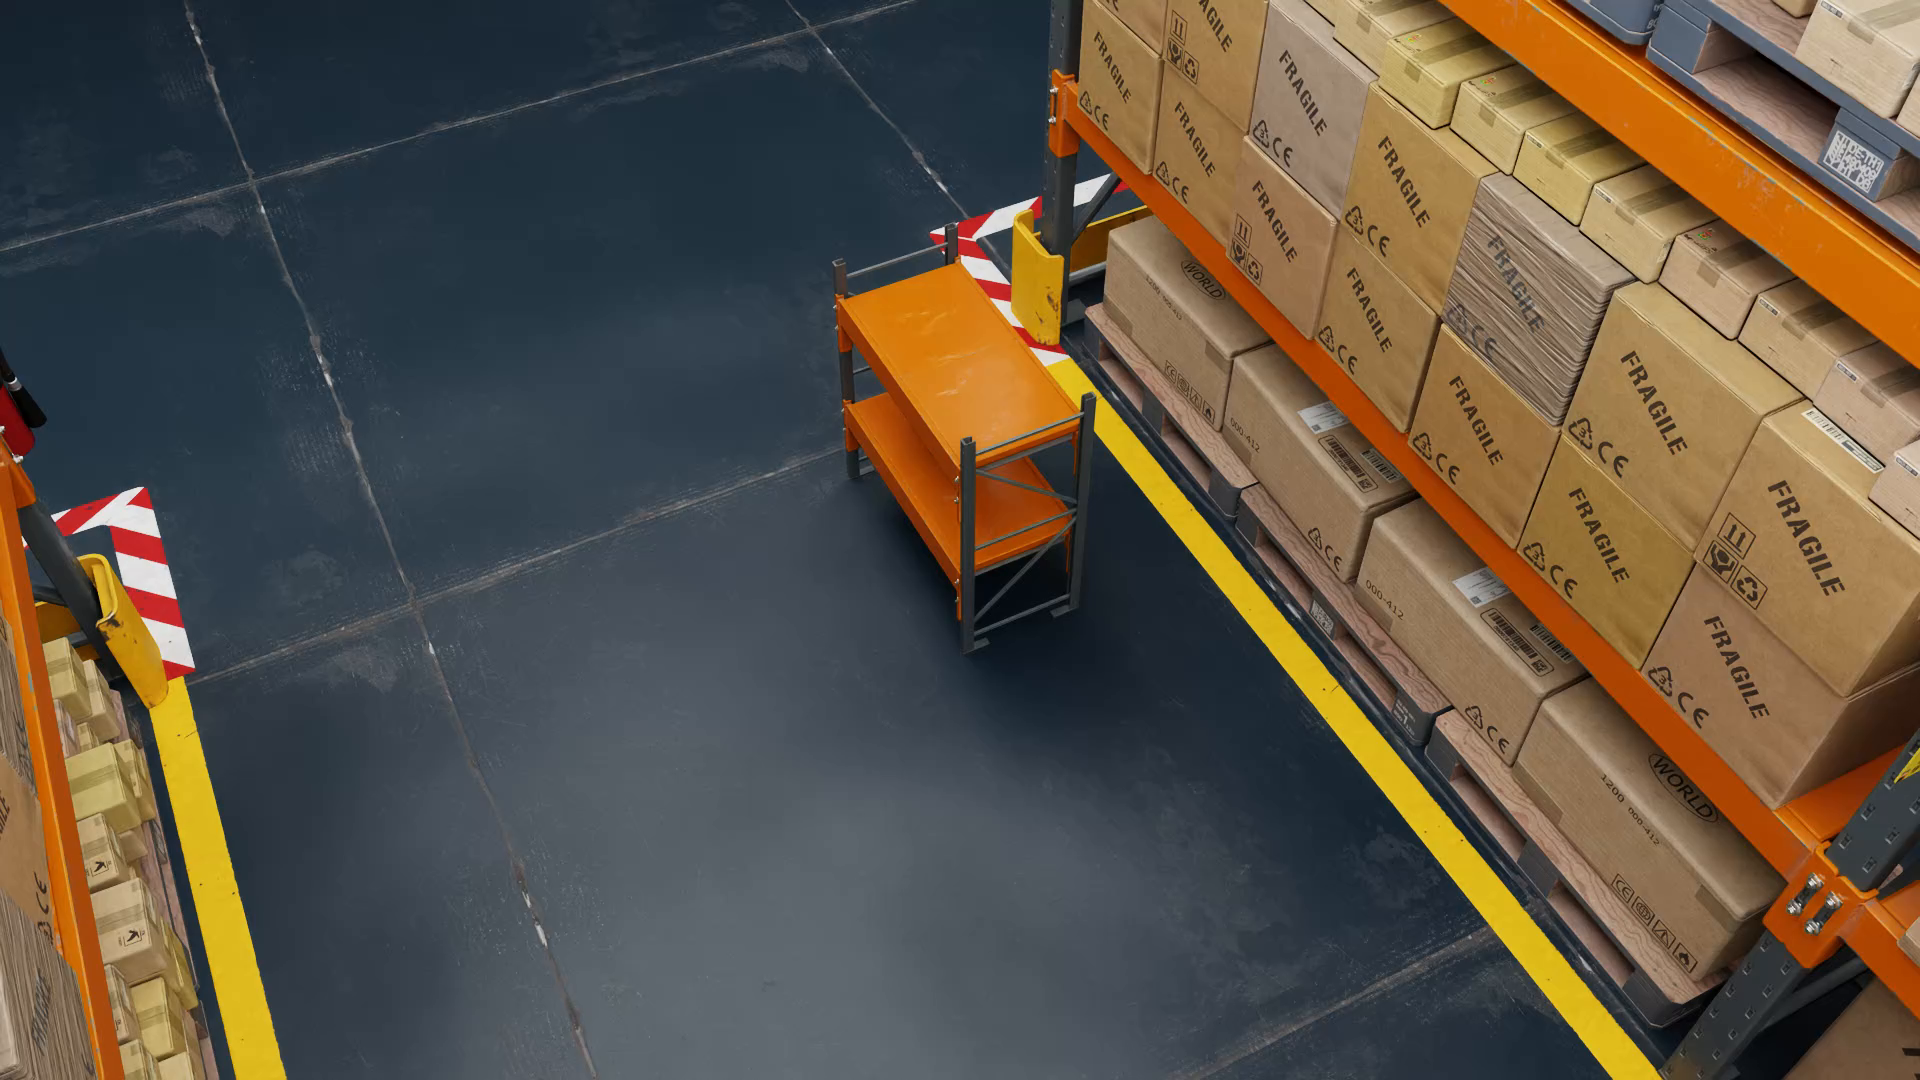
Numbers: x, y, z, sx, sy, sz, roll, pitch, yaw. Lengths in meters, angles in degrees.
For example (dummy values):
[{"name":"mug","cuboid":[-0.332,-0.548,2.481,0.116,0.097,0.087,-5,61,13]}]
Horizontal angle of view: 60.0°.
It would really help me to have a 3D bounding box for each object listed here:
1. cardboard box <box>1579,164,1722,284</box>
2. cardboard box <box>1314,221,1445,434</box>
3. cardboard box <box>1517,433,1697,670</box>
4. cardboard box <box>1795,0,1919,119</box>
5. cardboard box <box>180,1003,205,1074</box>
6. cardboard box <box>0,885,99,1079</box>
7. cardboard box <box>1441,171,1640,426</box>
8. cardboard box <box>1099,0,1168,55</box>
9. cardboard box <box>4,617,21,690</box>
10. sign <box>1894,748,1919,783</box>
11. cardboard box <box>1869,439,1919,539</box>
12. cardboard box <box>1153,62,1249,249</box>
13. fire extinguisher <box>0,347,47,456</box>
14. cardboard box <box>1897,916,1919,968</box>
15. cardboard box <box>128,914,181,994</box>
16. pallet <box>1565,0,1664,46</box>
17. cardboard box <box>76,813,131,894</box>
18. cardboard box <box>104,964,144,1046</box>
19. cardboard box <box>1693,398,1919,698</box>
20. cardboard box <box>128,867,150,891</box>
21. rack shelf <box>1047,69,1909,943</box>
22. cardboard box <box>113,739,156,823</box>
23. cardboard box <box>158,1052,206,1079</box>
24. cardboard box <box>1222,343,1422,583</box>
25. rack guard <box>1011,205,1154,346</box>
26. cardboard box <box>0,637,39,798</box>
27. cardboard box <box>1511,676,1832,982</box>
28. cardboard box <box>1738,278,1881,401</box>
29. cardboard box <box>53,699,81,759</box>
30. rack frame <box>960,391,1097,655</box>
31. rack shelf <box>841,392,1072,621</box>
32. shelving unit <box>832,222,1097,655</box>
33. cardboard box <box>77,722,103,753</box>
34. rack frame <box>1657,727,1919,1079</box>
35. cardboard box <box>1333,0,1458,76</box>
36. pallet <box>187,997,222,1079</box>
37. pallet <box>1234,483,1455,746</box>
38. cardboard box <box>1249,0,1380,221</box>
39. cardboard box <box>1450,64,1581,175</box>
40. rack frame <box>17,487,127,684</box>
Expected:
[{"name":"cardboard box","cuboid":[1.816,-0.831,4.215,0.380,0.149,0.250,-22,52,-18]},{"name":"cardboard box","cuboid":[1.499,-0.741,5.231,0.500,0.500,0.500,-20,52,-16]},{"name":"cardboard box","cuboid":[1.968,-0.054,4.630,0.500,0.500,0.500,-22,52,-18]},{"name":"cardboard box","cuboid":[1.950,-1.026,3.376,0.380,0.149,0.250,-20,52,-17]},{"name":"cardboard box","cuboid":[-2.455,1.564,4.897,0.380,0.149,0.250,-20,52,-17]},{"name":"cardboard box","cuboid":[-2.141,1.089,3.433,0.500,0.500,0.500,-22,52,-18]},{"name":"cardboard box","cuboid":[1.720,-0.719,4.548,0.500,0.500,0.500,-21,52,-17]},{"name":"cardboard box","cuboid":[0.784,-2.076,5.735,0.500,0.500,0.500,-22,52,-18]},{"name":"cardboard box","cuboid":[-2.791,0.348,4.513,0.380,0.149,0.250,-20,52,-17]},{"name":"sign","cuboid":[2.155,0.425,3.650,0.100,0.325,0.005,-21,52,-18]},{"name":"cardboard box","cuboid":[2.224,-0.128,3.600,0.380,0.149,0.250,-22,52,-18]},{"name":"cardboard box","cuboid":[1.038,-1.417,5.823,0.500,0.500,0.500,-22,52,-18]},{"name":"fire extinguisher","cuboid":[-3.243,-0.540,5.421,0.296,0.674,0.183,-21,52,-18]},{"name":"cardboard box","cuboid":[2.614,0.979,3.893,0.500,0.250,0.500,-22,52,-18]},{"name":"cardboard box","cuboid":[-2.555,1.286,4.942,0.380,0.149,0.250,-20,52,-17]},{"name":"pallet","cuboid":[1.728,-1.781,4.274,1.003,0.211,1.213,-21,52,-18]},{"name":"cardboard box","cuboid":[-2.713,1.024,4.974,0.380,0.149,0.250,-23,53,-19]},{"name":"cardboard box","cuboid":[-2.518,1.399,4.646,0.380,0.149,0.250,-23,53,-19]},{"name":"cardboard box","cuboid":[2.186,-0.039,3.953,0.500,0.500,0.500,-22,52,-18]},{"name":"cardboard box","cuboid":[-2.735,1.225,5.194,0.380,0.149,0.250,-21,52,-17]},{"name":"rack shelf","cuboid":[1.733,-0.558,5.616,1.077,0.370,4.000,-21,52,-18]},{"name":"cardboard box","cuboid":[-2.904,0.858,5.515,0.380,0.149,0.250,-20,52,-16]},{"name":"cardboard box","cuboid":[-2.303,1.639,4.634,0.380,0.149,0.250,-21,52,-17]},{"name":"cardboard box","cuboid":[1.635,-0.411,6.432,0.875,0.438,0.875,-20,52,-17]},{"name":"rack guard","cuboid":[0.806,-1.326,7.470,1.175,0.500,0.348,-21,52,-18]},{"name":"cardboard box","cuboid":[-2.632,0.403,4.033,0.500,0.500,0.500,-21,52,-17]},{"name":"cardboard box","cuboid":[2.456,0.792,5.380,0.875,0.438,0.875,-22,52,-18]},{"name":"cardboard box","cuboid":[2.094,-0.512,3.936,0.380,0.149,0.250,-21,52,-17]},{"name":"cardboard box","cuboid":[-3.006,0.699,5.258,0.380,0.149,0.250,-20,52,-17]},{"name":"rack frame","cuboid":[0.230,-0.035,5.926,0.500,1.125,0.032,-21,52,-18]},{"name":"rack shelf","cuboid":[-0.003,-0.214,6.407,0.538,0.278,1.000,-21,52,-18]},{"name":"shelving unit","cuboid":[-0.003,-0.375,6.223,0.538,1.125,1.048,-21,52,-18]},{"name":"cardboard box","cuboid":[-2.971,0.790,5.376,0.380,0.149,0.250,-22,52,-18]},{"name":"rack frame","cuboid":[2.648,0.544,4.174,1.000,3.000,0.127,-21,52,-18]},{"name":"cardboard box","cuboid":[1.314,-1.502,4.802,0.380,0.149,0.250,-21,52,-17]},{"name":"pallet","cuboid":[-2.608,1.980,4.771,1.003,0.211,1.213,-21,52,-18]},{"name":"pallet","cuboid":[1.807,0.109,6.407,1.003,0.211,1.213,-21,52,-18]},{"name":"cardboard box","cuboid":[1.269,-1.391,5.135,0.500,0.500,0.500,-22,52,-18]},{"name":"cardboard box","cuboid":[1.569,-1.165,4.507,0.380,0.149,0.250,-21,52,-18]},{"name":"rack frame","cuboid":[-3.538,-0.360,4.965,1.000,3.000,0.127,-21,52,-18]}]
